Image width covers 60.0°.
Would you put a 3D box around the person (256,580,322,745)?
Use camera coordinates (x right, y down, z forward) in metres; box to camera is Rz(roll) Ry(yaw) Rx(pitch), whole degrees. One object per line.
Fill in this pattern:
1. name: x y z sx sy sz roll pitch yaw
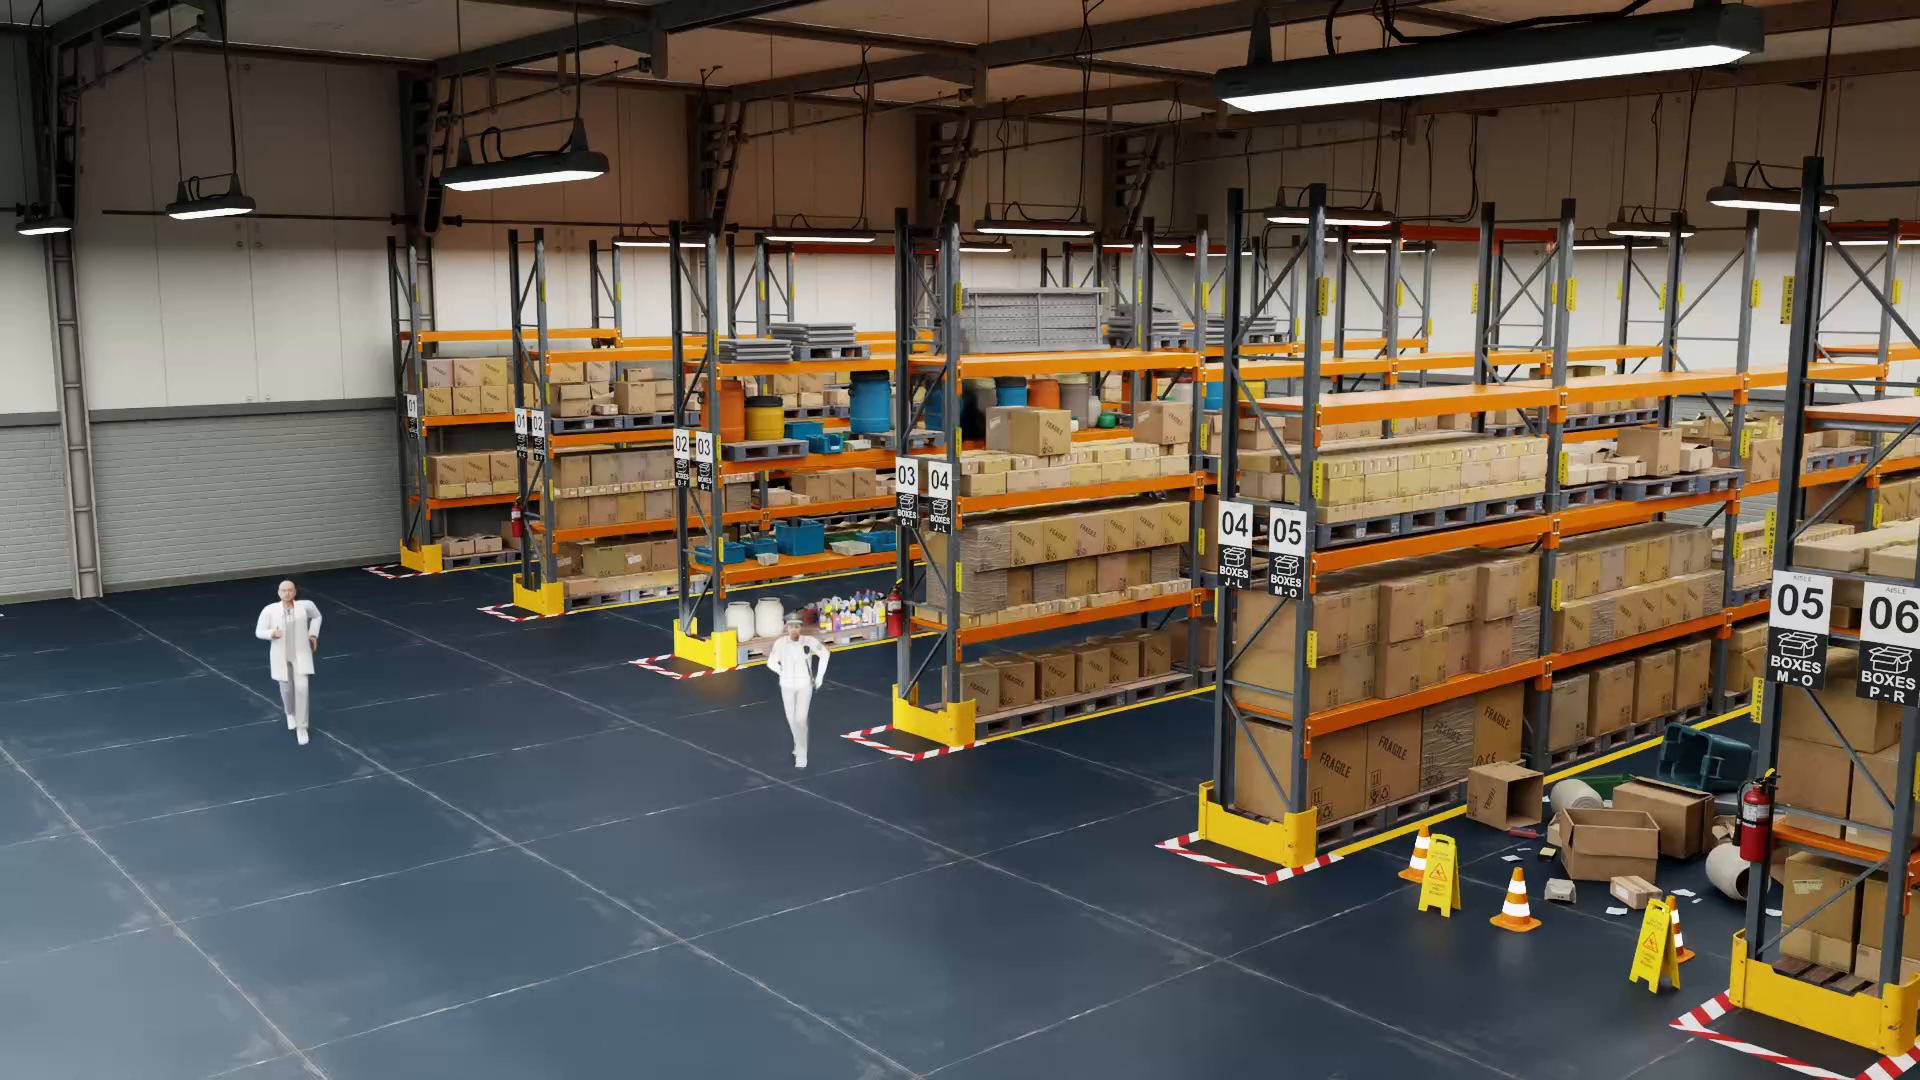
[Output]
1. person: -7.641 1.354 18.990 0.698 1.804 0.981 -3 9 -20

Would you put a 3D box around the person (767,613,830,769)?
1. person: -1.756 1.603 17.984 0.634 1.704 0.753 1 9 8
